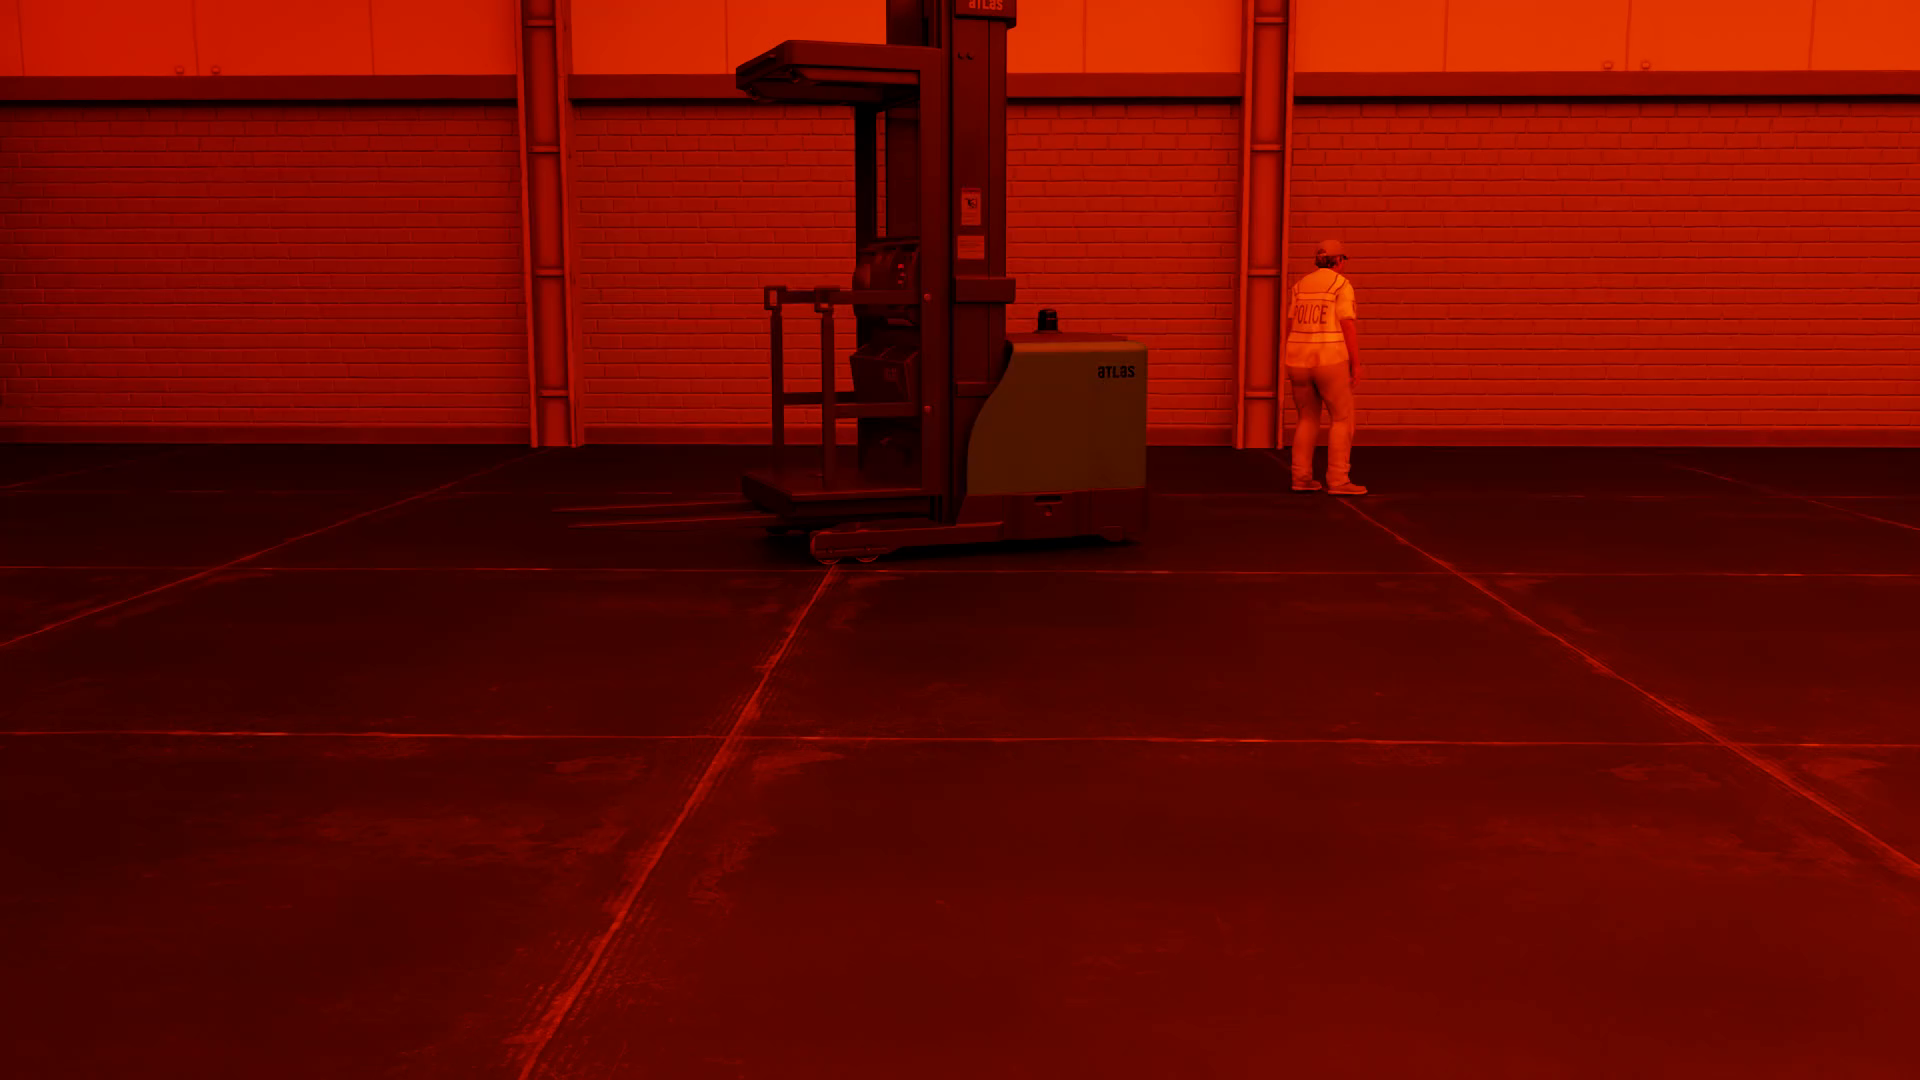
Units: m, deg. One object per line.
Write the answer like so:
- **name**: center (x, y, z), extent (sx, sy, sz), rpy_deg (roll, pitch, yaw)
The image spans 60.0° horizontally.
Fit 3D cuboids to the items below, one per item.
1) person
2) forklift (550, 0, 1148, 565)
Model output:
- **person**: center (2.409, -1.140, 10.953), extent (0.463, 1.667, 0.564), rpy_deg (-8, 12, -42)
- **forklift**: center (-0.569, -1.416, 8.568), extent (3.031, 2.935, 1.130), rpy_deg (-3, 9, -20)
